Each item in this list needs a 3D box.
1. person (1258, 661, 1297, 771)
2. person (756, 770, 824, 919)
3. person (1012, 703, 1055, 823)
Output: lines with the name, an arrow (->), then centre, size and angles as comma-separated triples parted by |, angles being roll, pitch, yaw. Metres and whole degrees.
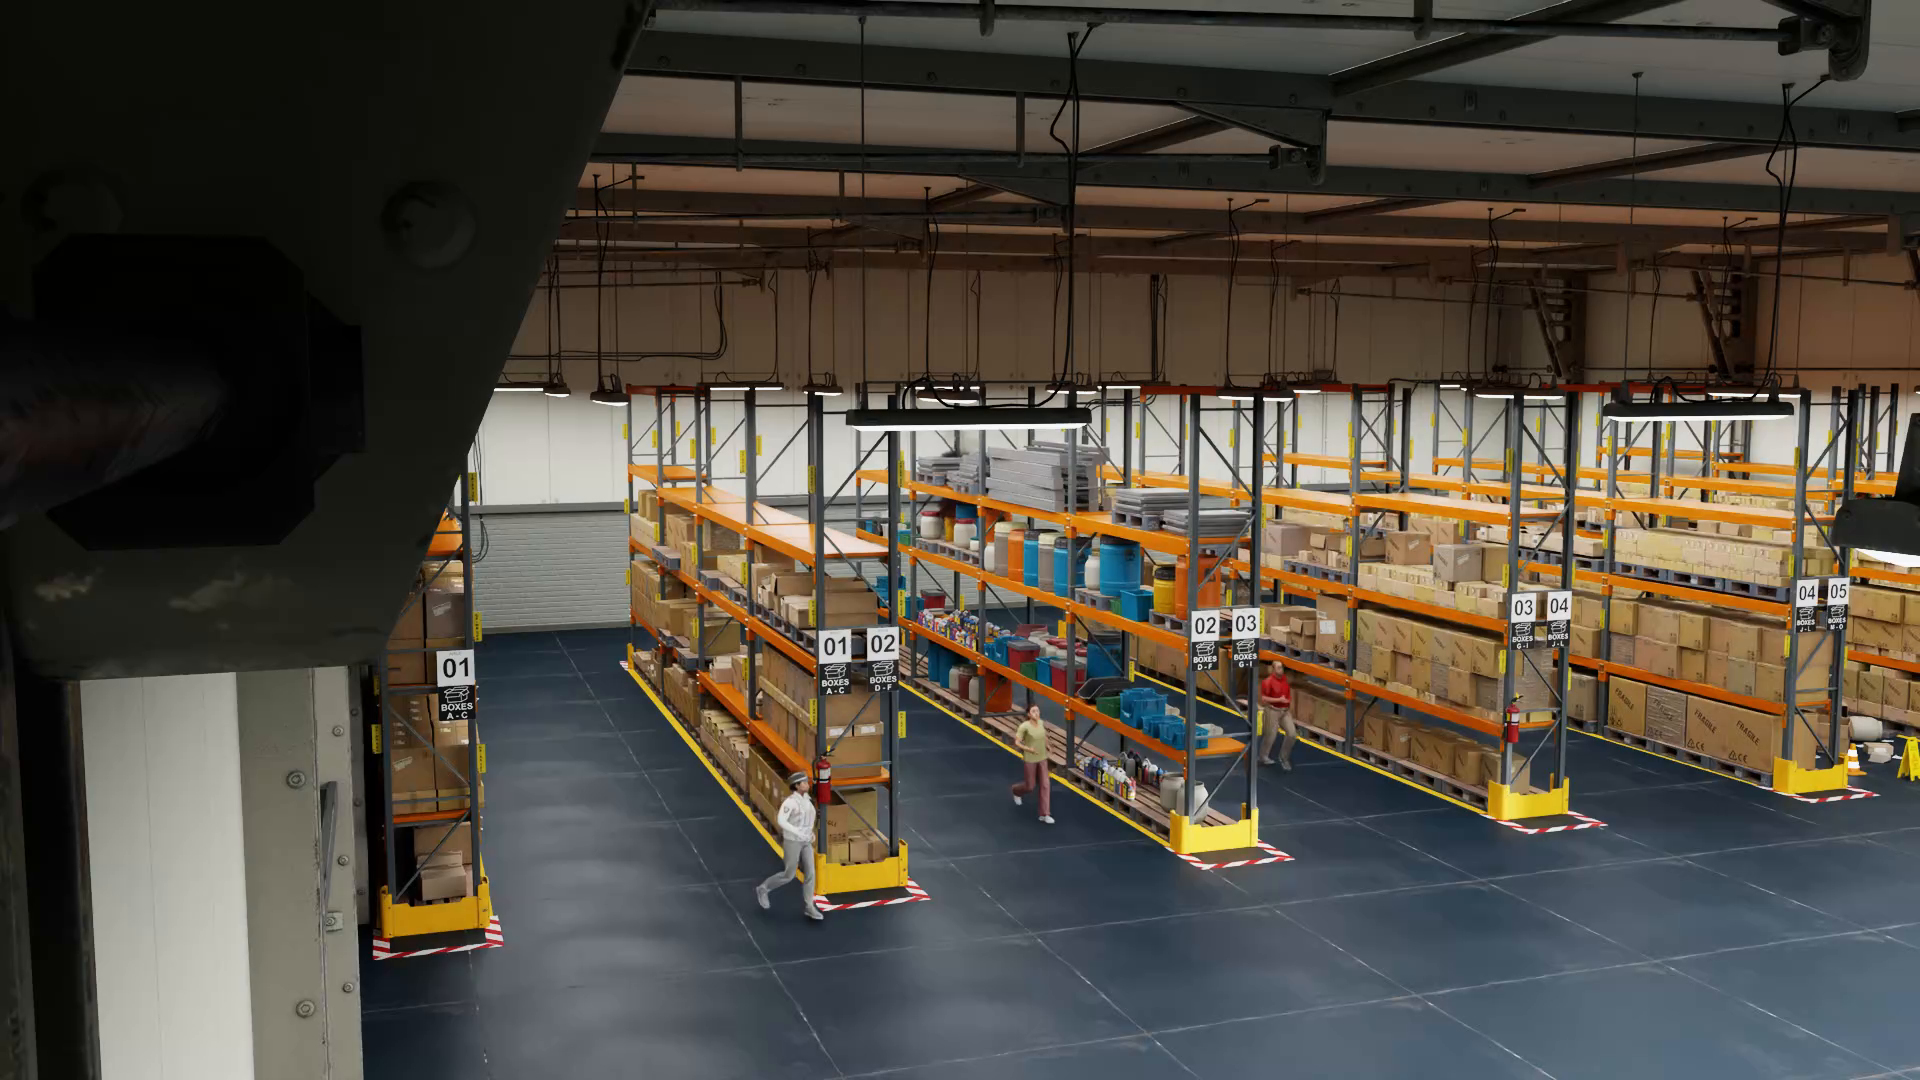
person -> 5.014, 2.787, 26.246 | 0.638, 1.786, 0.767 | -3, 7, -27
person -> -1.869, 3.502, 19.354 | 0.901, 1.653, 0.674 | 3, 7, 30
person -> 1.054, 3.097, 23.372 | 0.592, 1.633, 0.970 | -3, 7, -29
